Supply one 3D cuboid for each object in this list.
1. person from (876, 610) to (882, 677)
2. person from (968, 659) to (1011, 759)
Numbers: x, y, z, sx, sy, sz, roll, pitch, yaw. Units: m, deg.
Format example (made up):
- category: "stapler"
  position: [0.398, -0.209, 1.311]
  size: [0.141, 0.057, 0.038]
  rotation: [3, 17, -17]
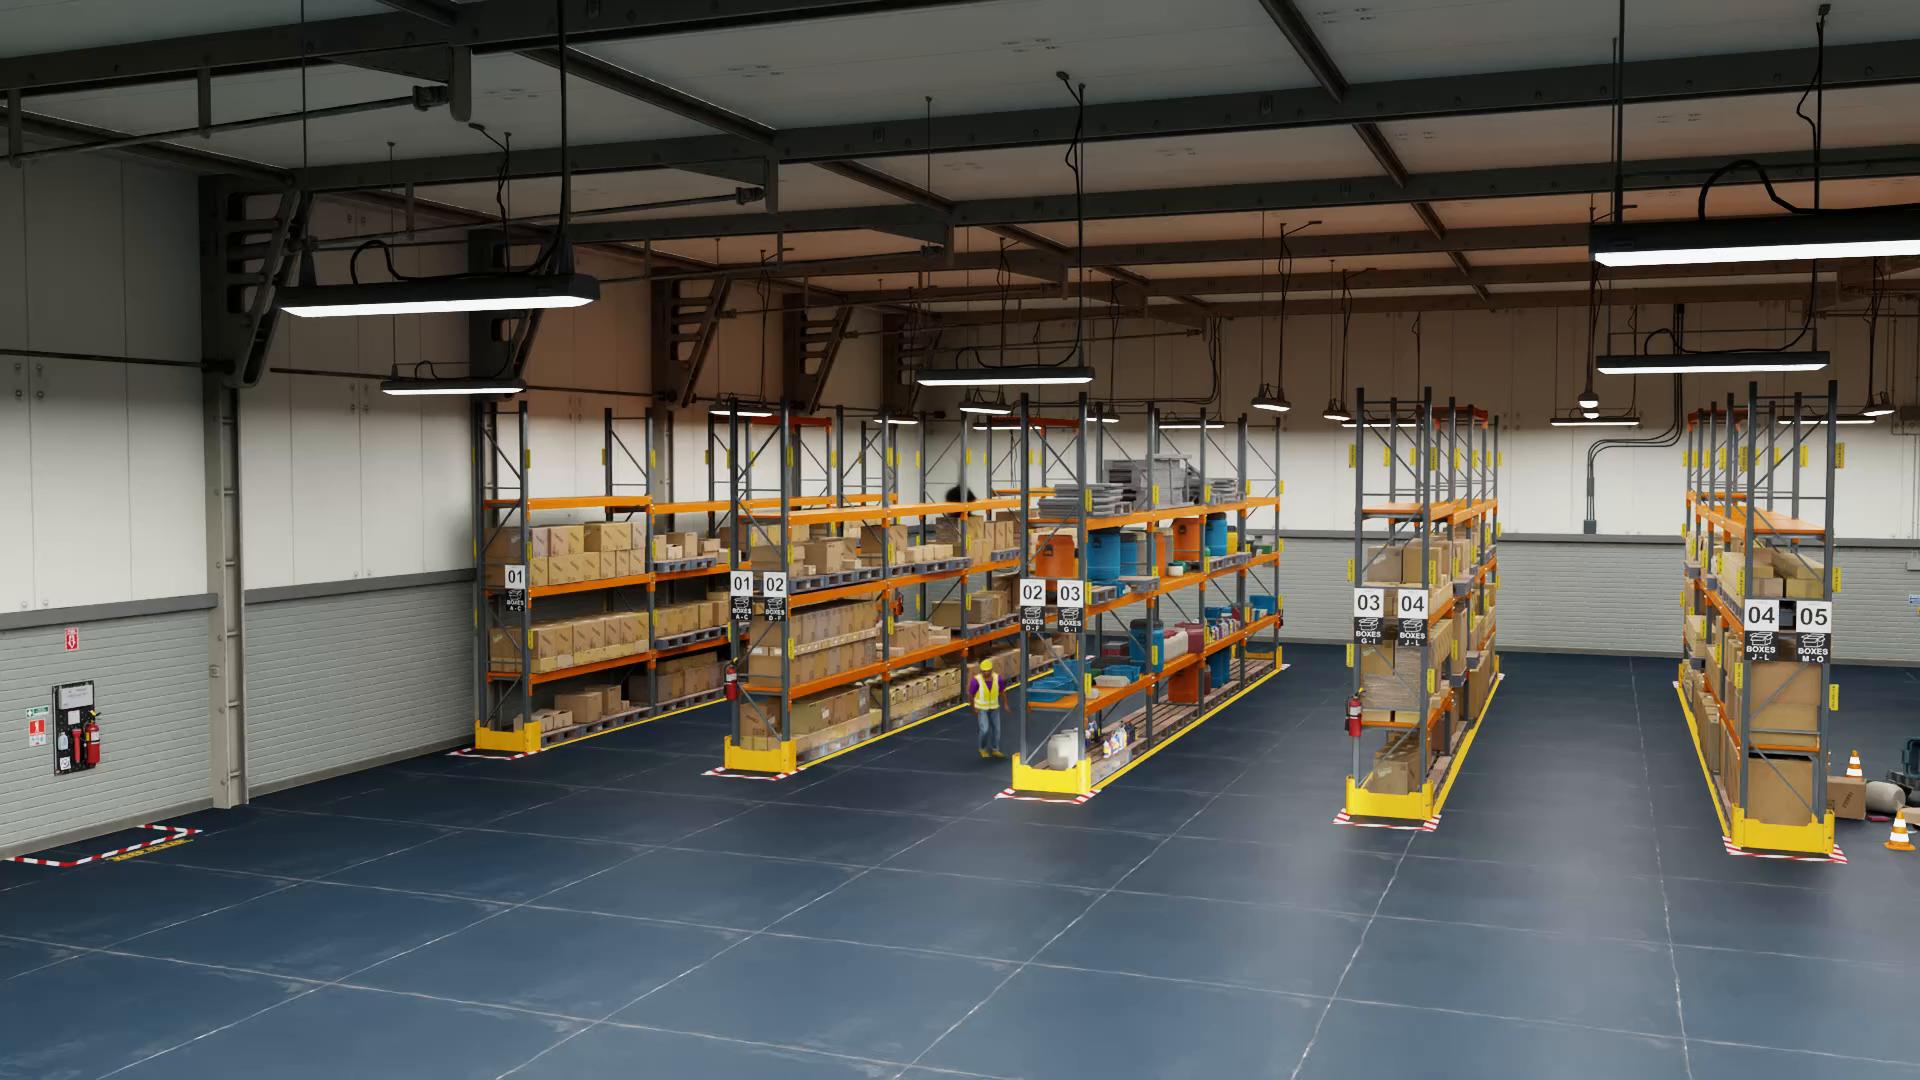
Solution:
- category: "person"
  position: [-1.824, 2.368, 37.560]
  size: [0.610, 1.638, 0.919]
  rotation: [0, 3, 3]
- category: "person"
  position: [0.485, 2.808, 27.762]
  size: [0.713, 1.695, 0.625]
  rotation: [-1, 3, -20]
